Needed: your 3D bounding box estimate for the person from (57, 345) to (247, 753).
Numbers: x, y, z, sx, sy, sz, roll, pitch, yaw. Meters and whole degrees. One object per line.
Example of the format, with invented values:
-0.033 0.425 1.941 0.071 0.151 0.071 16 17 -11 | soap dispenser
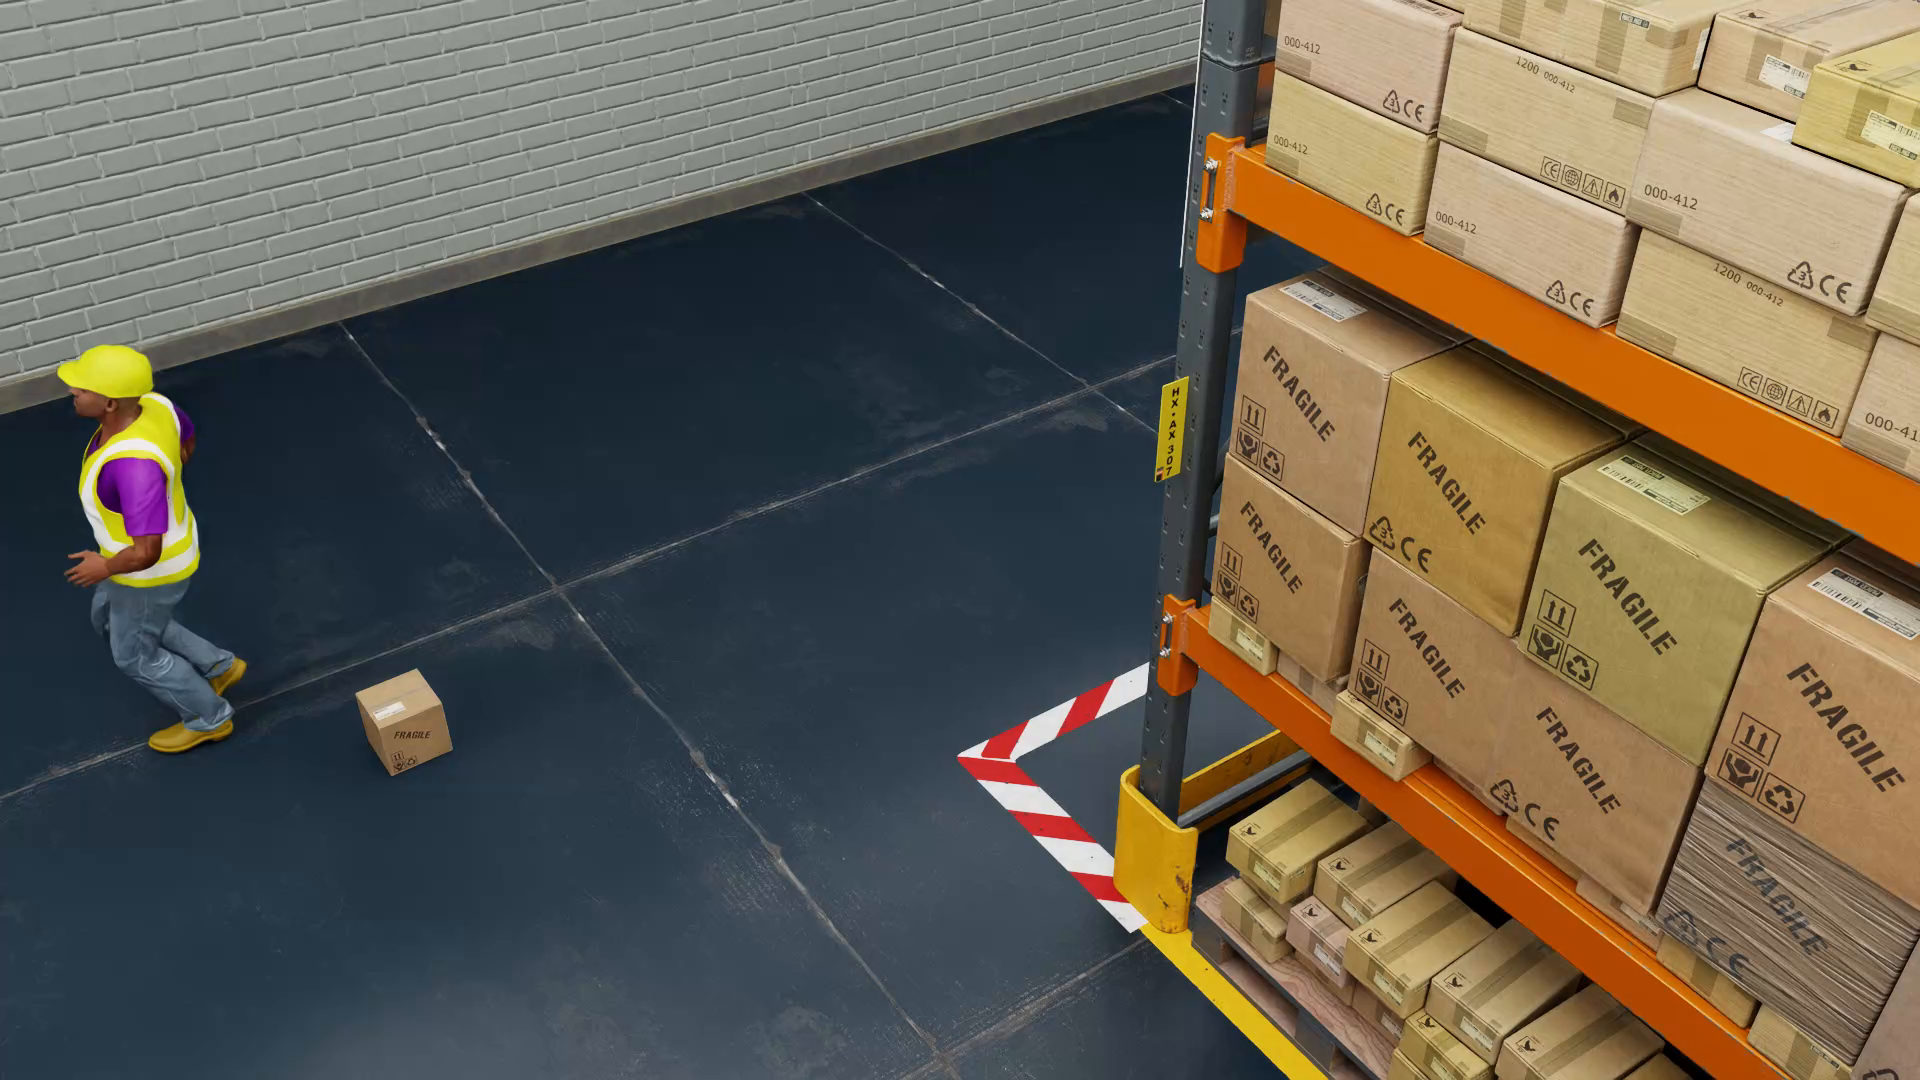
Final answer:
-2.996 0.059 6.084 0.524 1.720 0.742 -11 38 -15 | person
